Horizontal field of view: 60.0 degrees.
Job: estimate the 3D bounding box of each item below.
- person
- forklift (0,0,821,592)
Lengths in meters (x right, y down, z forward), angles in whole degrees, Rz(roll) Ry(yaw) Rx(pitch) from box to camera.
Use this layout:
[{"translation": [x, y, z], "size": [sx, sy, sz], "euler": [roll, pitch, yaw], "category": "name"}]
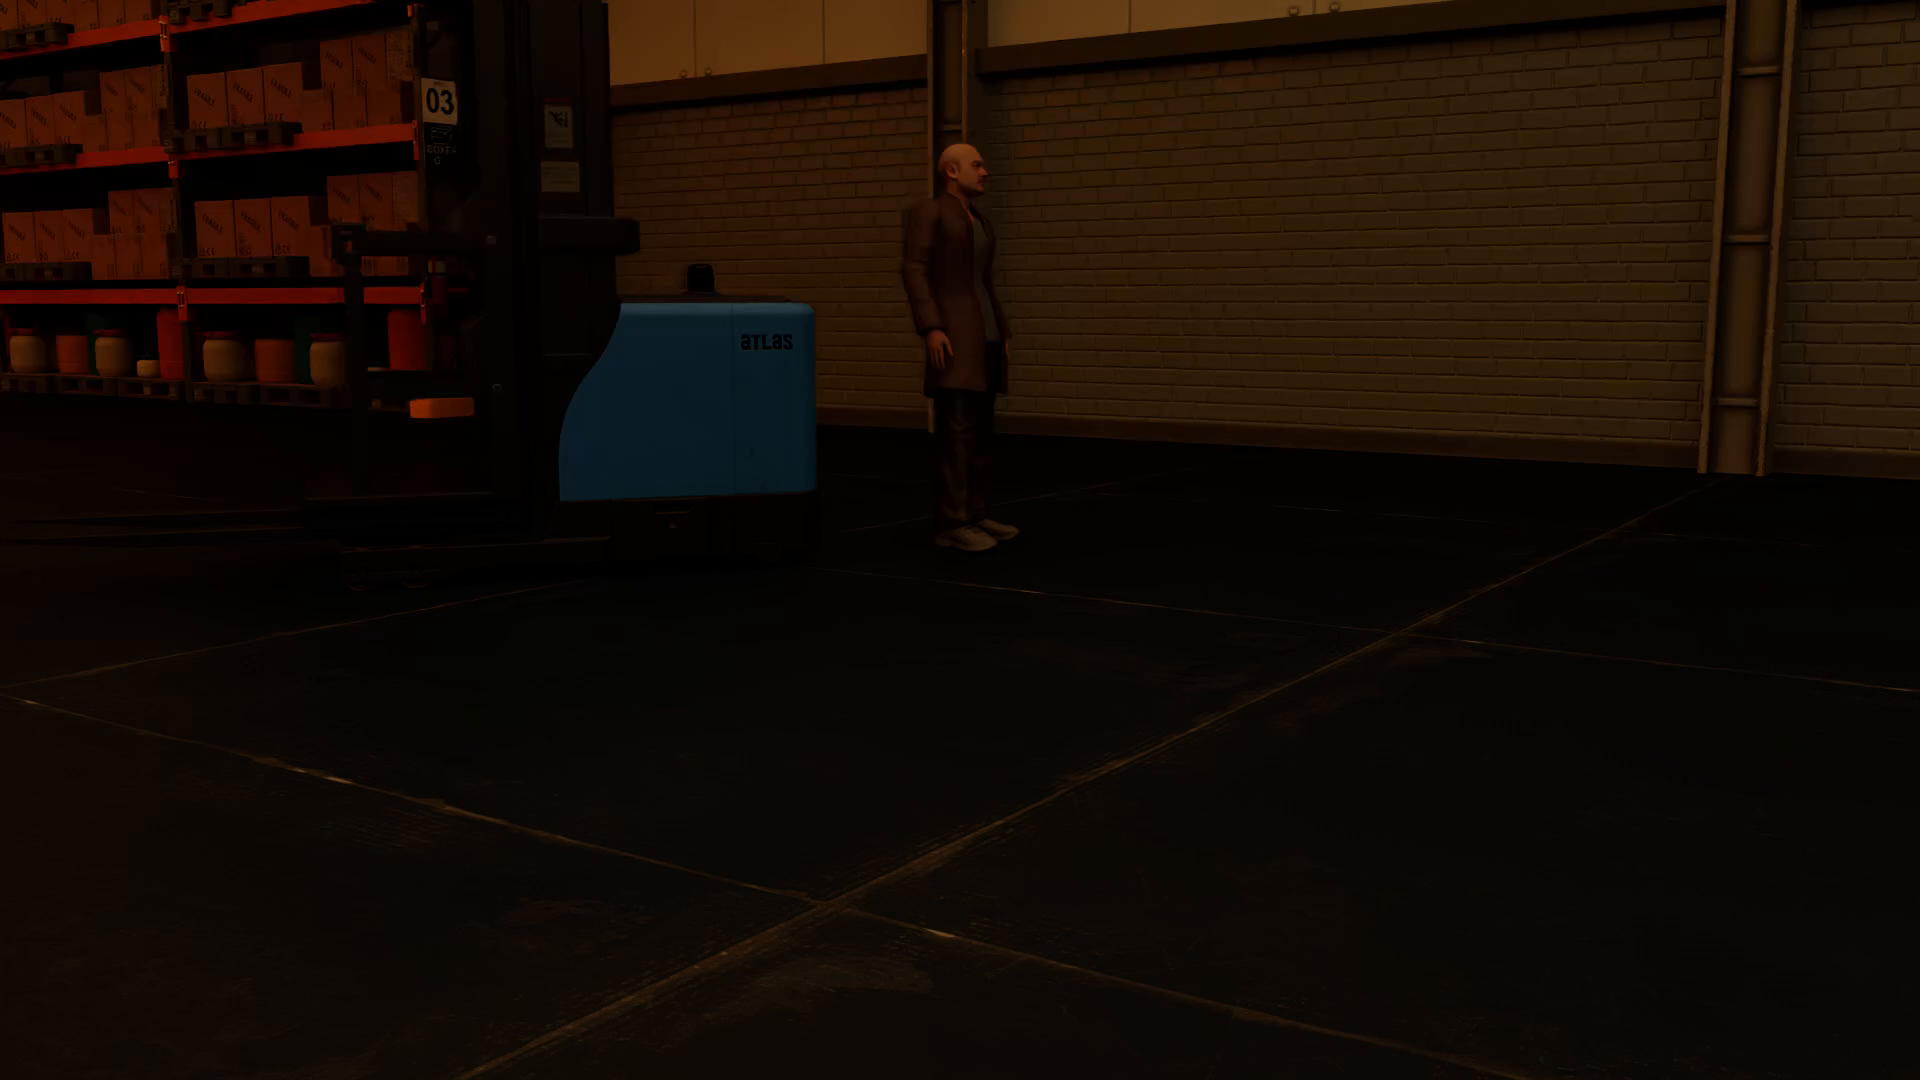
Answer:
[{"translation": [0.090, -0.873, 7.431], "size": [0.549, 1.778, 0.699], "euler": [5, 10, 33], "category": "person"}, {"translation": [-2.150, -1.341, 6.623], "size": [3.031, 2.935, 1.130], "euler": [-3, 9, -19], "category": "forklift"}]
